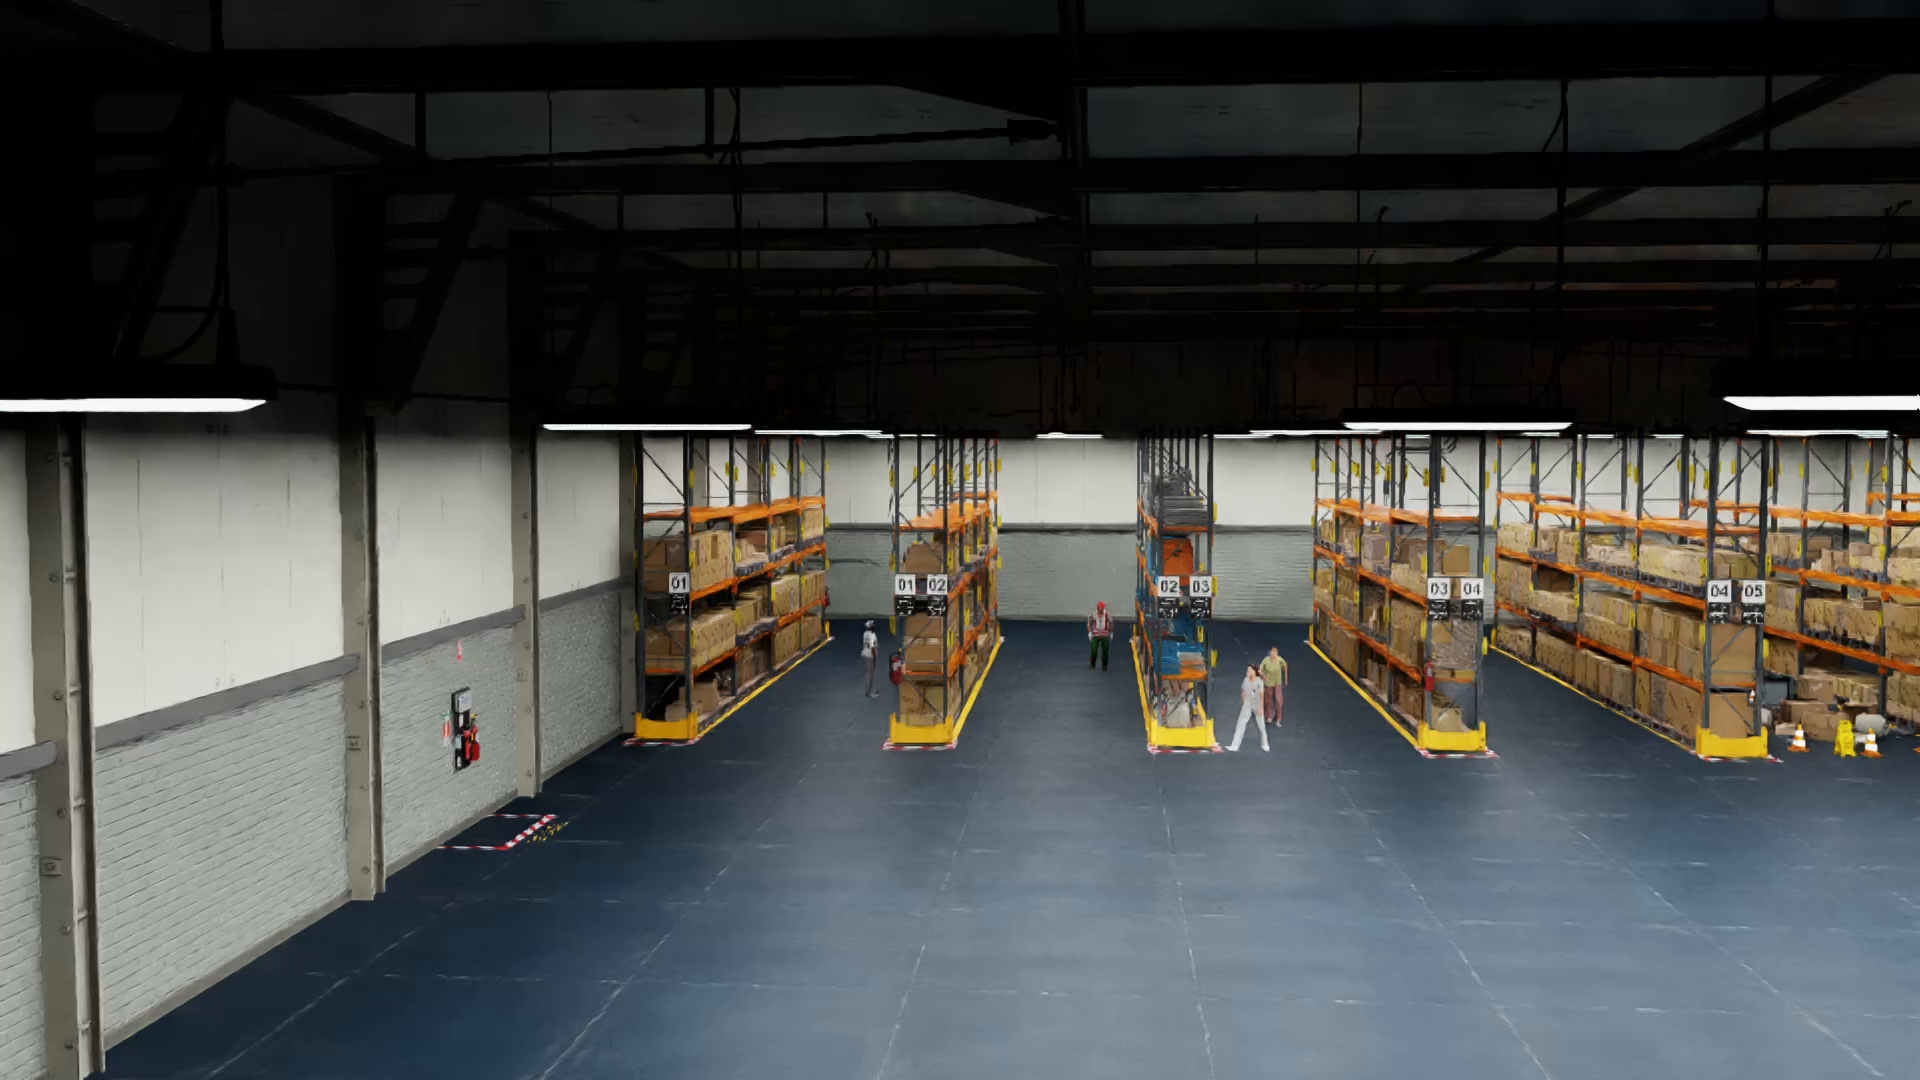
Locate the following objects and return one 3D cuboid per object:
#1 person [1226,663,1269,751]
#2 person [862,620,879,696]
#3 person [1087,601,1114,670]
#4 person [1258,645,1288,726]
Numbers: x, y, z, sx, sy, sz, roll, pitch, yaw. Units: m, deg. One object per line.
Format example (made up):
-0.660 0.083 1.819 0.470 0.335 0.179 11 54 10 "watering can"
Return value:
5.317 3.058 30.455 0.576 1.621 0.884 2 4 33 "person"
-1.983 2.639 37.238 0.422 1.673 0.502 -2 4 -27 "person"
3.485 2.379 41.322 0.677 1.741 0.547 0 3 4 "person"
6.307 2.904 33.523 0.603 1.600 0.799 1 3 10 "person"
